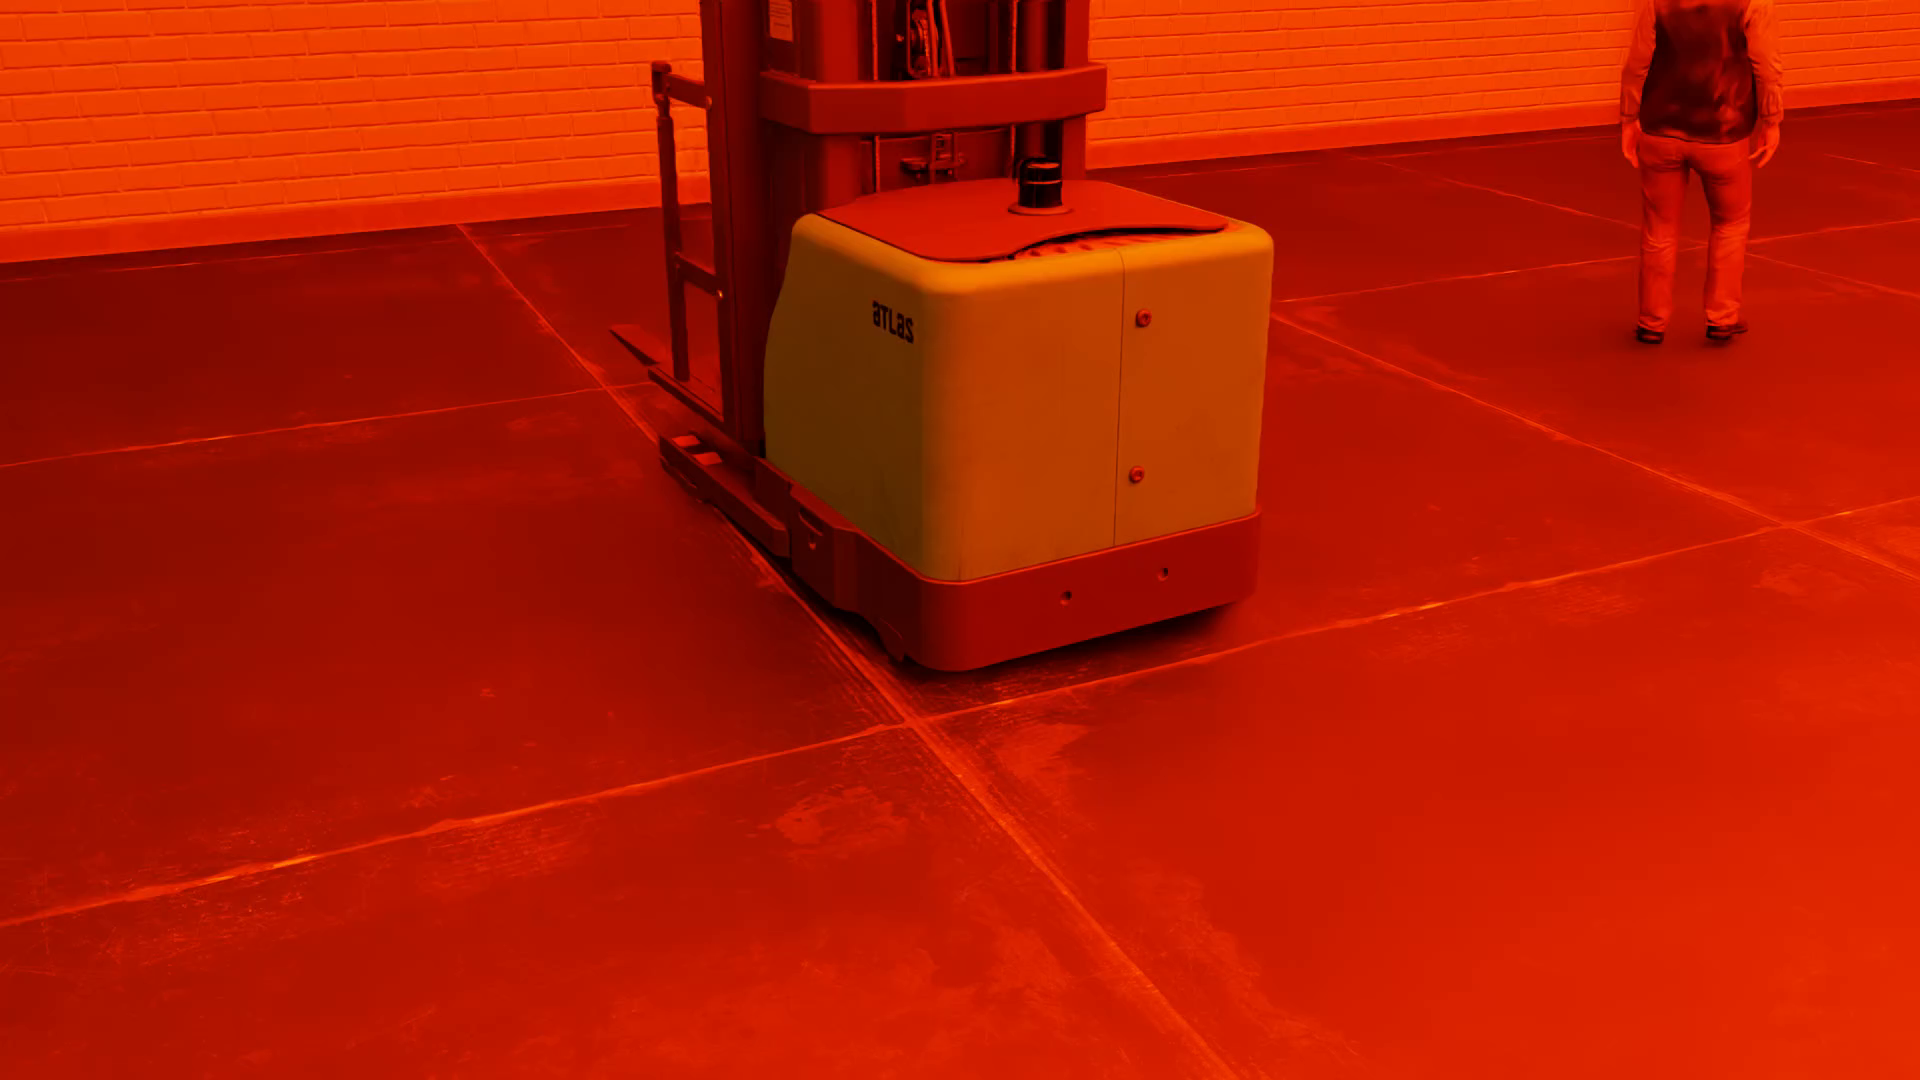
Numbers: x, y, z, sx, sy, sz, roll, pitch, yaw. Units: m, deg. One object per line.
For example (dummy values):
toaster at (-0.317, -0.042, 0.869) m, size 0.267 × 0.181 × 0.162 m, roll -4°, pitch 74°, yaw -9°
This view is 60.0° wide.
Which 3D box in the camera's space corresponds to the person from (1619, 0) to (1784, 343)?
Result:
person at (3.040, -1.658, 6.853) m, size 0.620 × 1.727 × 0.547 m, roll 14°, pitch 27°, yaw 31°

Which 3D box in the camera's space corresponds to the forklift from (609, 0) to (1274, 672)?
forklift at (-0.346, -1.549, 5.015) m, size 1.130 × 2.935 × 3.031 m, roll -12°, pitch 26°, yaw -27°
